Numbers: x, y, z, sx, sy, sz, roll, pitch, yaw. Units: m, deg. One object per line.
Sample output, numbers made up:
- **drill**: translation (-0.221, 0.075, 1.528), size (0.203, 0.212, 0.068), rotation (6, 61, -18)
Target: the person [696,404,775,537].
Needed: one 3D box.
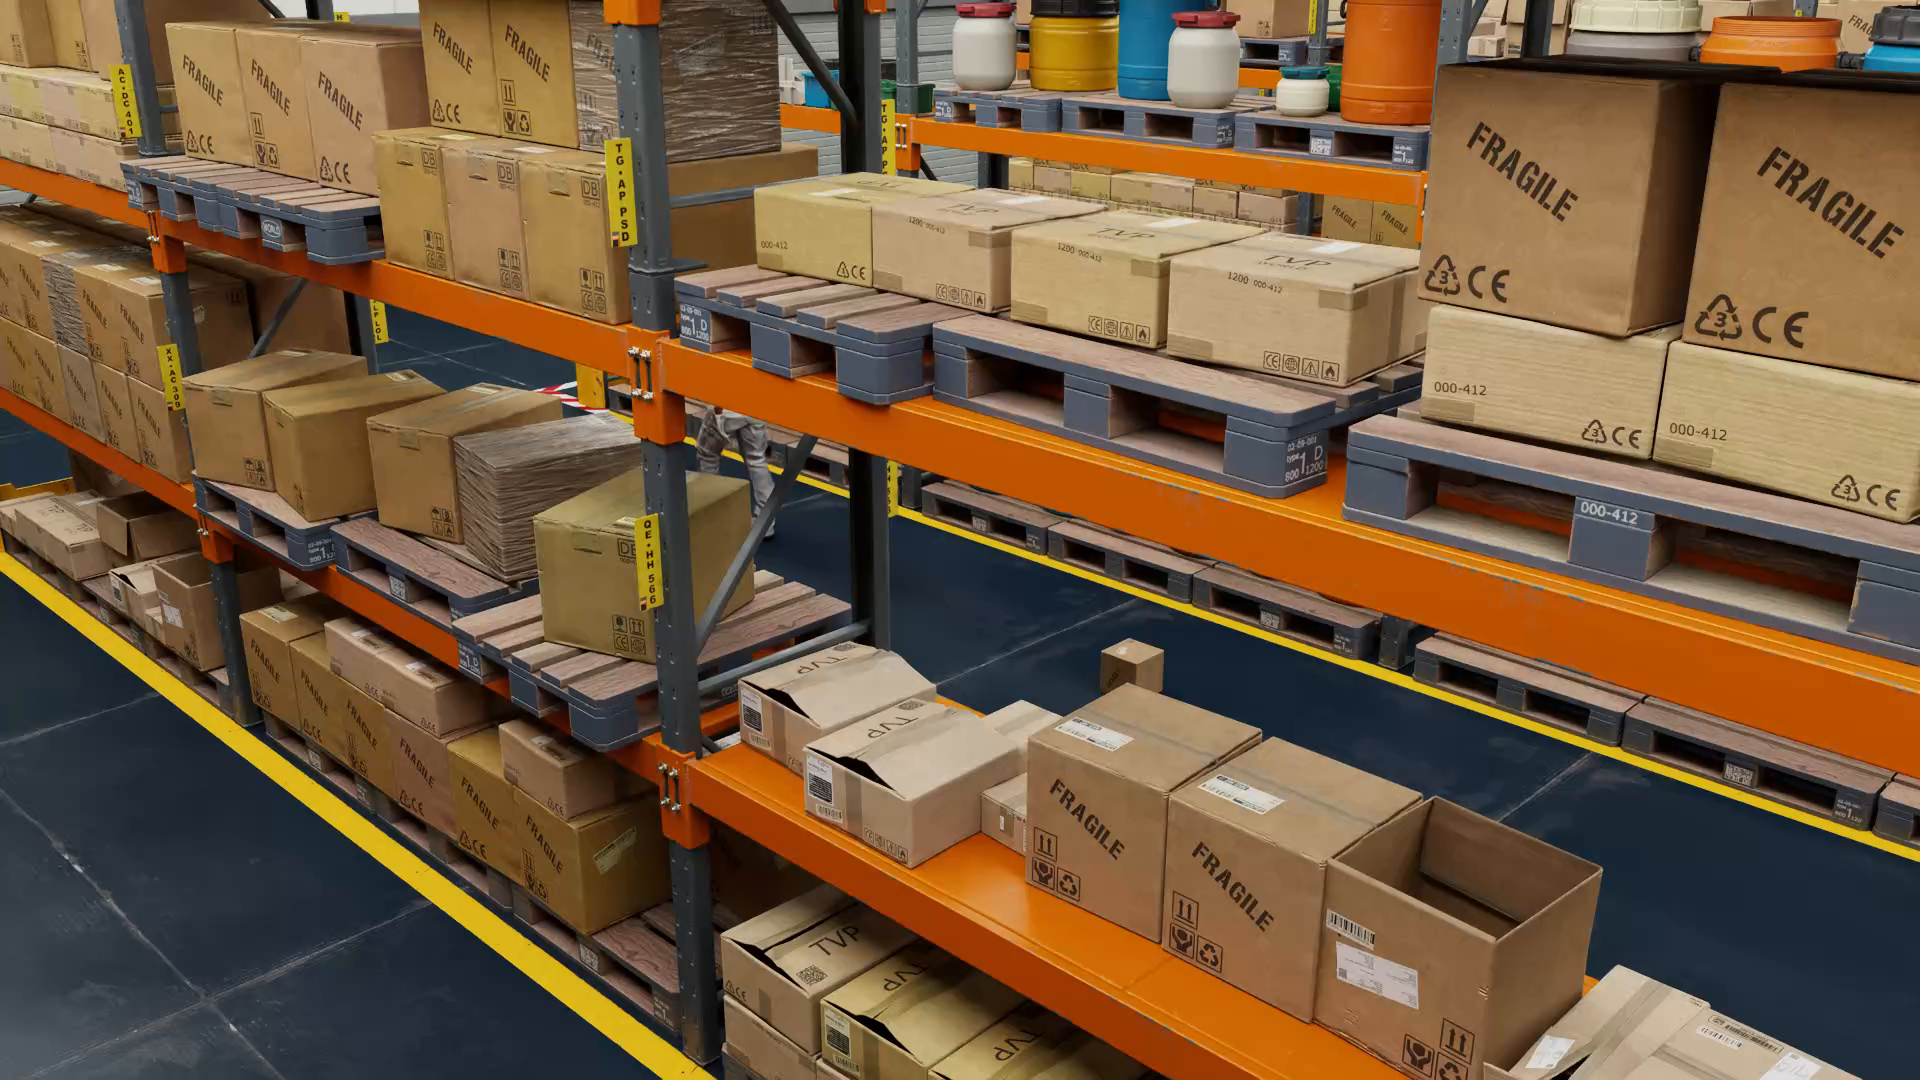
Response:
- **person**: translation (-1.609, -0.928, 11.529), size (0.560, 1.785, 0.821), rotation (-18, 27, -39)
